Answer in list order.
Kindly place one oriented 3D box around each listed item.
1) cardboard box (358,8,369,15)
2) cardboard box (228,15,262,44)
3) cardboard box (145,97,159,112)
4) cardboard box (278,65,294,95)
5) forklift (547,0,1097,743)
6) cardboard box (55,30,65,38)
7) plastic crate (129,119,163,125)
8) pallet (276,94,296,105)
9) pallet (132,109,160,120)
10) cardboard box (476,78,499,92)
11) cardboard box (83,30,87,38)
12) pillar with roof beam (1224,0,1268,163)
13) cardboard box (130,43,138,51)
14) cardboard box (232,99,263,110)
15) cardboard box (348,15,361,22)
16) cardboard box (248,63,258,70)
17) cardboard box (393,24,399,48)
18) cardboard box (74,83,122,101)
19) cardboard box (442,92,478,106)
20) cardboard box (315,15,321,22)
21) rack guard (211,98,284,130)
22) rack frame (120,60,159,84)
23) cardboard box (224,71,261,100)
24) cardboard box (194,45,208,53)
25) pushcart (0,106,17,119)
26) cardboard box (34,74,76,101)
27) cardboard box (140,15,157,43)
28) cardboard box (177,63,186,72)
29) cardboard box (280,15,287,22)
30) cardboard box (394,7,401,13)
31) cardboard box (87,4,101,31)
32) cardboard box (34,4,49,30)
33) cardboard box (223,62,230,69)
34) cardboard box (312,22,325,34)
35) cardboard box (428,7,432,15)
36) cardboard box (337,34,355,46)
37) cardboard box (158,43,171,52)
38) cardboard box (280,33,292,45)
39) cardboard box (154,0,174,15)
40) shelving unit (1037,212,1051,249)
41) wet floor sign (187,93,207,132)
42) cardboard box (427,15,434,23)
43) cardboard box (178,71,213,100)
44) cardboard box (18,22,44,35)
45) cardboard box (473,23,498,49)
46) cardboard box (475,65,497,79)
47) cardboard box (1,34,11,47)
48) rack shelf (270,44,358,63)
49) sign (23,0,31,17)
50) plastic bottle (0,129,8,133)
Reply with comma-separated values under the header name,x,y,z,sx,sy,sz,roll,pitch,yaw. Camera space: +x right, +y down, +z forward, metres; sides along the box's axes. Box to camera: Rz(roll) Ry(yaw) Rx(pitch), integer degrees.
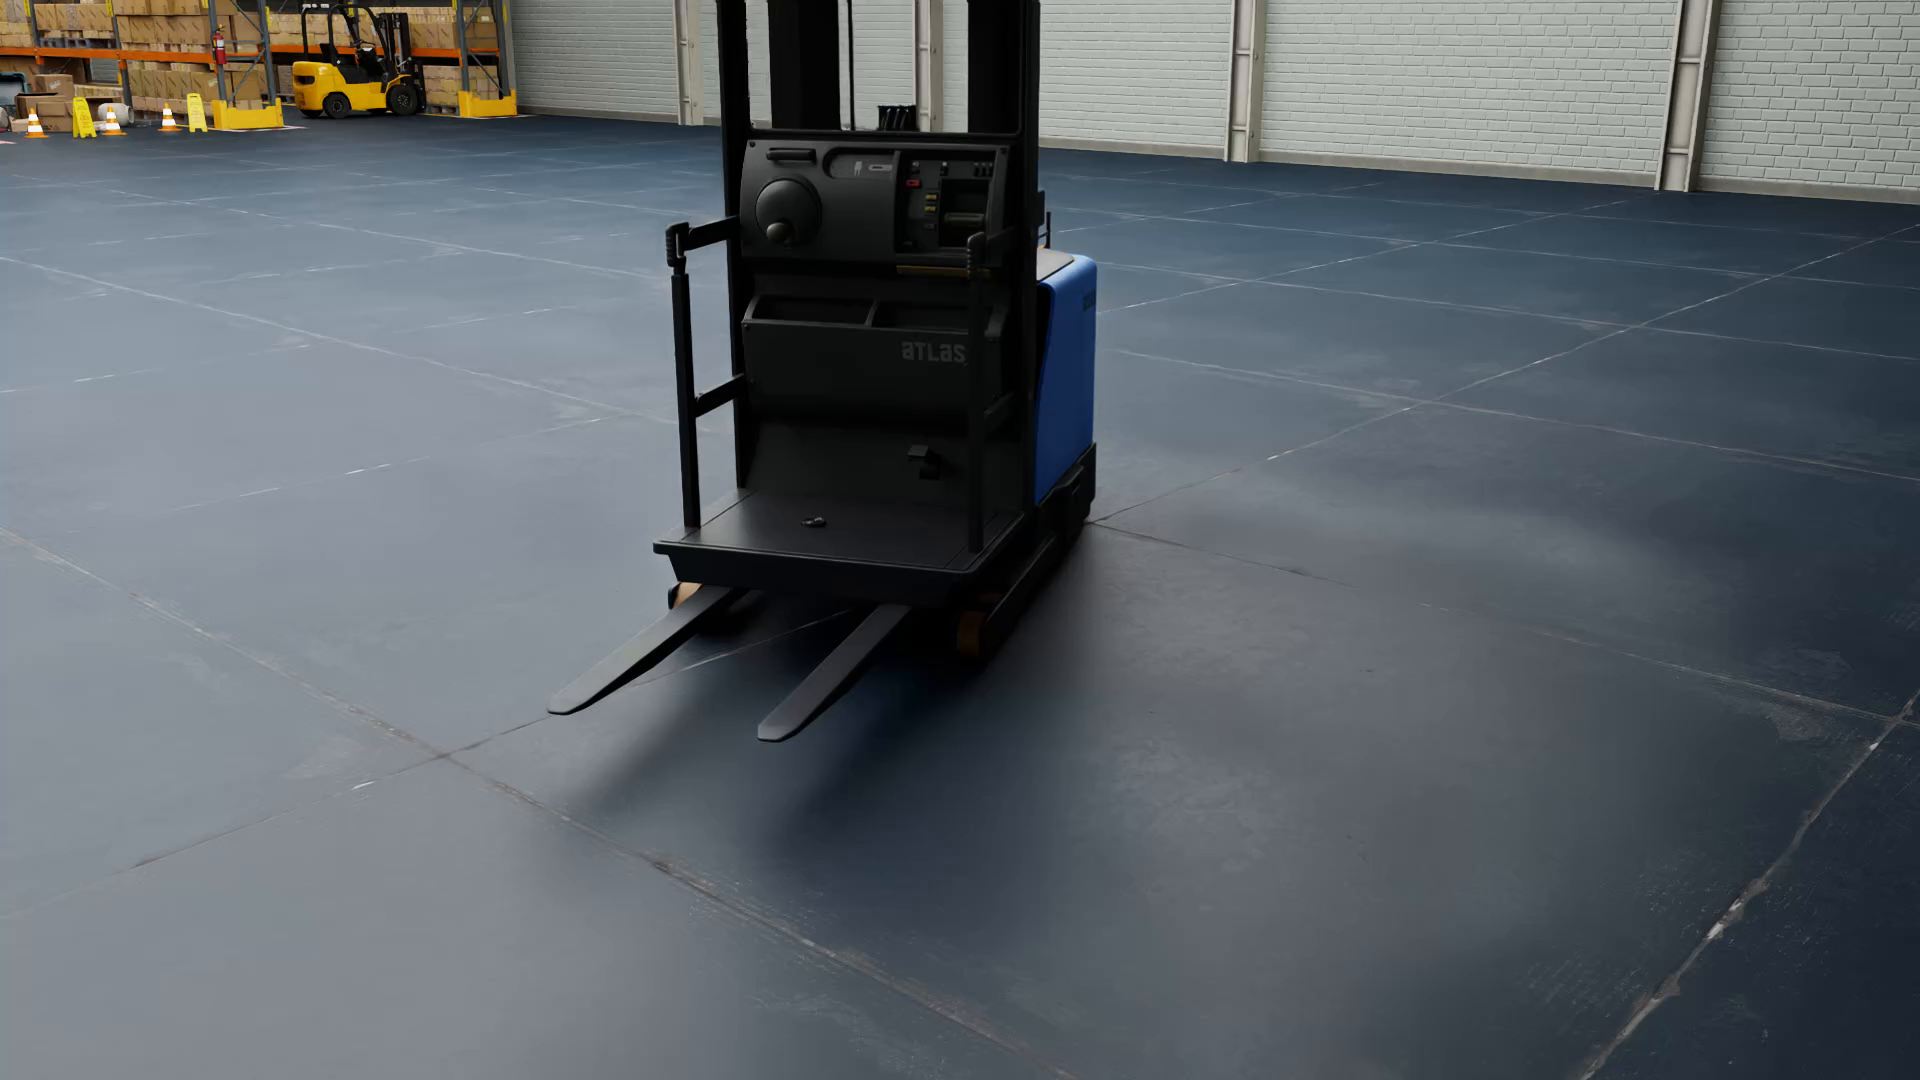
name,x,y,z,sx,sy,sz,roll,pitch,yaw
cardboard box,-12.522,-11.213,35.255,0.250,0.149,0.380,16,23,40
cardboard box,-13.034,-9.266,30.192,0.500,0.500,0.500,15,23,38
cardboard box,-15.187,-8.327,31.742,0.500,0.250,0.500,17,24,42
cardboard box,-15.098,-10.588,38.248,0.625,0.625,0.875,16,24,41
forklift,-0.349,-1.138,5.352,1.130,2.935,3.031,5,18,16
cardboard box,-18.173,-10.308,33.854,0.250,0.149,0.380,15,23,40
plastic crate,-15.226,-7.829,31.149,0.583,0.080,0.402,7,19,21
pallet,-14.966,-10.145,38.230,1.213,0.211,1.003,15,23,39
pallet,-15.330,-8.266,32.307,1.213,0.211,1.003,15,23,39
cardboard box,-9.786,-9.311,34.018,0.500,0.250,0.500,16,23,40
cardboard box,-17.177,-10.051,33.044,0.250,0.149,0.380,15,23,39
pillar with roof beam,1.111,-8.657,19.014,0.400,9.000,9.100,15,23,39
cardboard box,-15.610,-9.427,31.772,0.250,0.149,0.380,16,24,41
cardboard box,-13.284,-8.032,30.814,0.500,0.250,0.500,15,23,39
cardboard box,-12.967,-11.220,35.771,0.250,0.149,0.380,16,24,41
cardboard box,-16.486,-11.119,39.054,0.250,0.149,0.380,14,22,37
cardboard box,-11.625,-10.542,34.707,0.500,0.500,0.500,15,23,39
cardboard box,-17.874,-9.210,34.324,0.625,0.372,0.950,14,23,38
cardboard box,-10.133,-8.955,33.720,0.500,0.250,0.500,15,23,40
cardboard box,-13.942,-11.470,36.558,0.250,0.149,0.380,15,23,40
rack guard,-12.921,-7.742,30.180,0.348,0.500,1.175,15,23,39
rack frame,-21.539,-13.255,43.418,0.127,3.000,1.000,15,23,39
cardboard box,-13.302,-8.395,30.715,0.500,0.500,0.500,14,22,37
cardboard box,-13.549,-8.851,29.958,0.250,0.149,0.380,15,23,39
pushcart,-17.332,-7.946,31.025,0.936,0.377,1.648,7,19,21
cardboard box,-17.015,-8.482,31.261,0.500,0.500,0.500,15,23,39
cardboard box,-14.954,-9.560,31.120,0.500,0.500,0.500,15,23,39
cardboard box,-14.141,-8.686,30.562,0.250,0.149,0.380,16,23,40
cardboard box,-15.103,-11.775,37.519,0.250,0.149,0.380,16,24,41
cardboard box,-11.506,-10.972,34.496,0.250,0.149,0.380,15,23,39
cardboard box,-16.725,-10.251,32.603,0.500,0.500,0.500,15,23,40
cardboard box,-18.665,-10.771,34.242,0.500,0.500,0.500,14,22,38
cardboard box,-17.438,-11.389,39.906,0.250,0.149,0.380,16,24,41
cardboard box,-13.869,-11.258,36.549,0.500,0.250,0.500,16,23,40
cardboard box,-10.536,-10.721,33.704,0.250,0.149,0.380,15,23,40
cardboard box,-13.114,-10.816,35.981,0.500,0.250,0.500,16,23,40
cardboard box,-14.676,-9.163,30.940,0.250,0.149,0.380,15,23,39
cardboard box,-15.013,-11.330,37.603,0.500,0.250,0.500,14,23,38
cardboard box,-14.214,-9.820,30.285,0.500,0.500,0.700,15,23,39
shelving unit,0.109,-0.795,7.134,0.503,1.200,0.258,5,18,15
wet floor sign,-13.432,-7.516,29.227,0.267,0.644,0.232,-9,20,-27
cardboard box,-10.560,-10.568,33.715,0.250,0.149,0.380,15,23,39
cardboard box,-14.029,-8.371,30.642,0.500,0.500,0.500,16,24,41
cardboard box,-19.379,-10.731,34.888,0.500,0.250,0.500,15,23,39
cardboard box,-9.758,-10.252,33.792,0.500,0.500,0.500,16,24,41
cardboard box,-9.806,-9.548,33.935,0.500,0.250,0.500,15,23,38
cardboard box,-20.157,-10.700,35.615,0.500,0.250,0.500,15,23,39
rack shelf,-14.060,-10.904,37.200,4.000,0.370,1.077,15,23,39
sign,-19.214,-10.950,34.243,0.005,0.325,0.100,15,23,39
plastic bottle,-16.775,-7.141,29.012,0.133,0.061,0.283,7,19,21
